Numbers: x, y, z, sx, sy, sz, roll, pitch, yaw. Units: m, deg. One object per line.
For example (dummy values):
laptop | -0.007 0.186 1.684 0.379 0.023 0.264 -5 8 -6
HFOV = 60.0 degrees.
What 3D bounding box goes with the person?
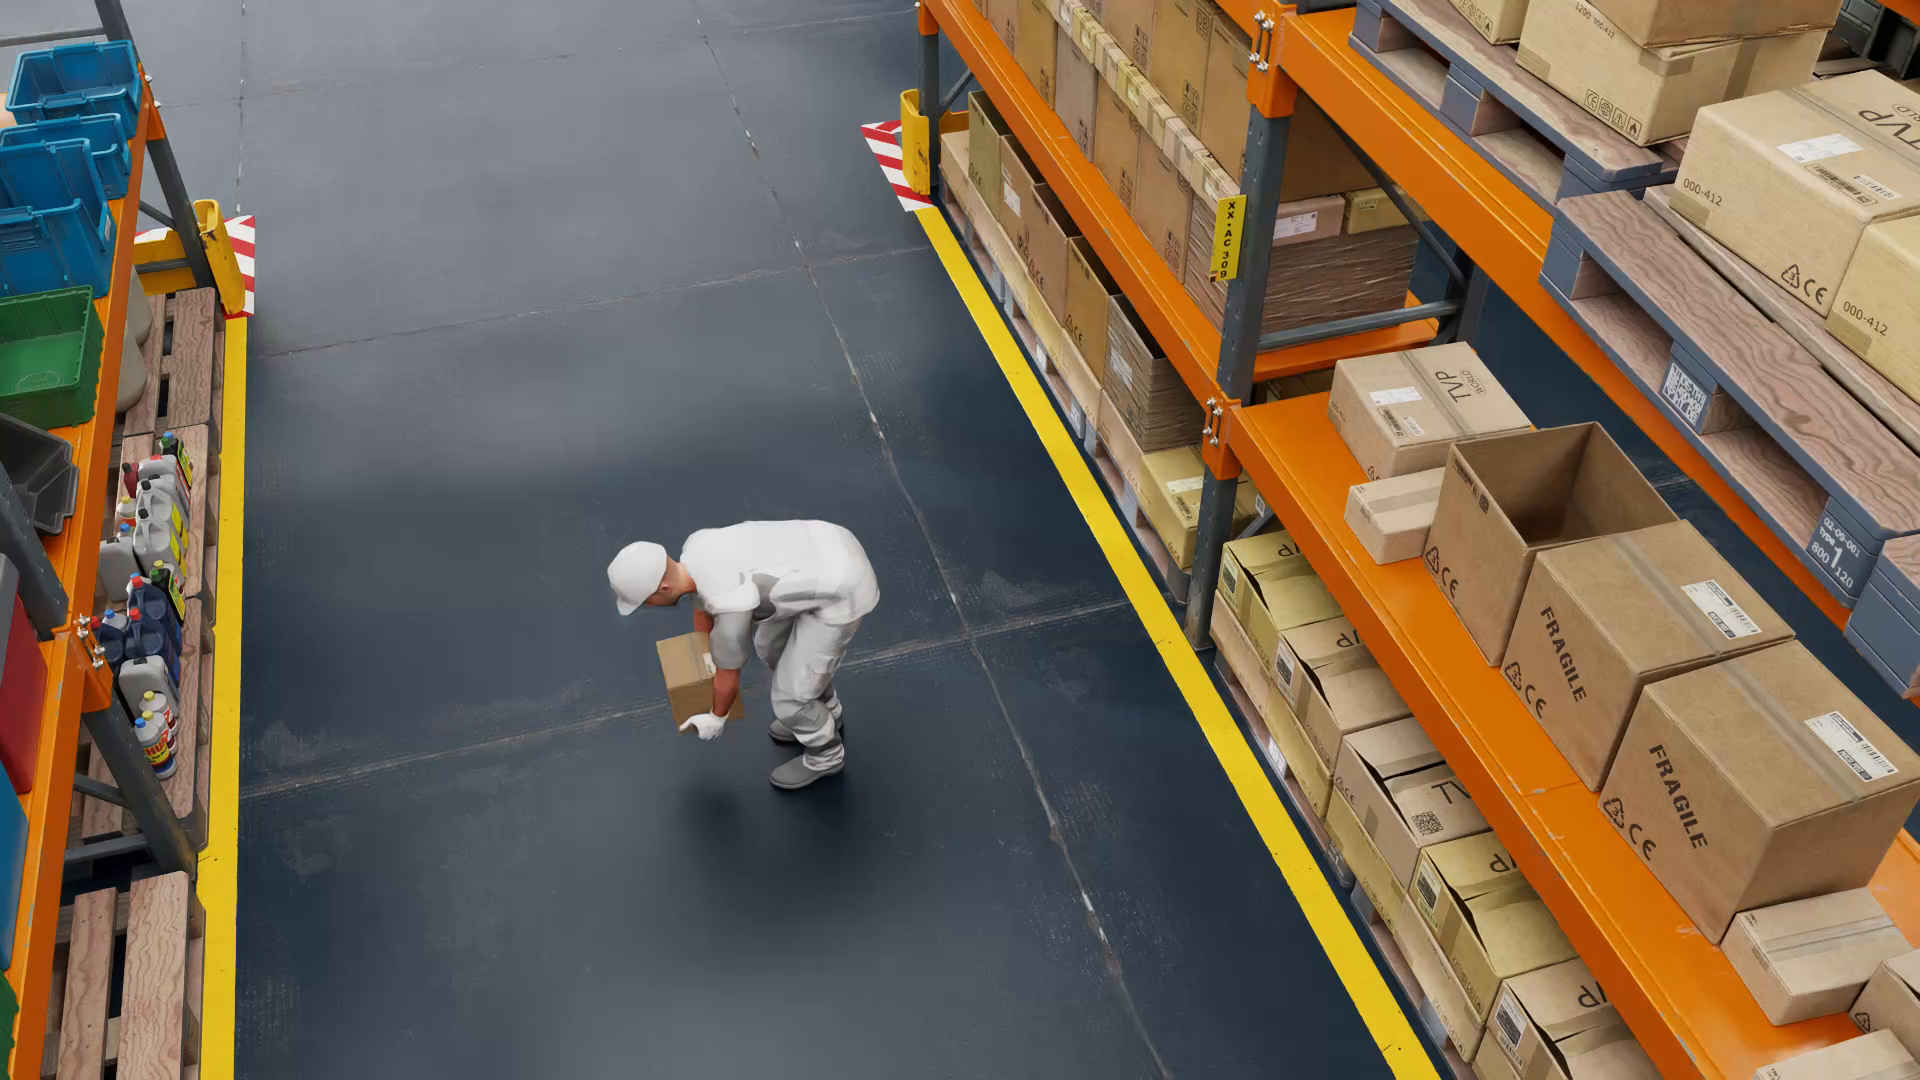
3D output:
person | -0.753 0.406 6.083 0.927 1.258 0.501 -13 44 -14
